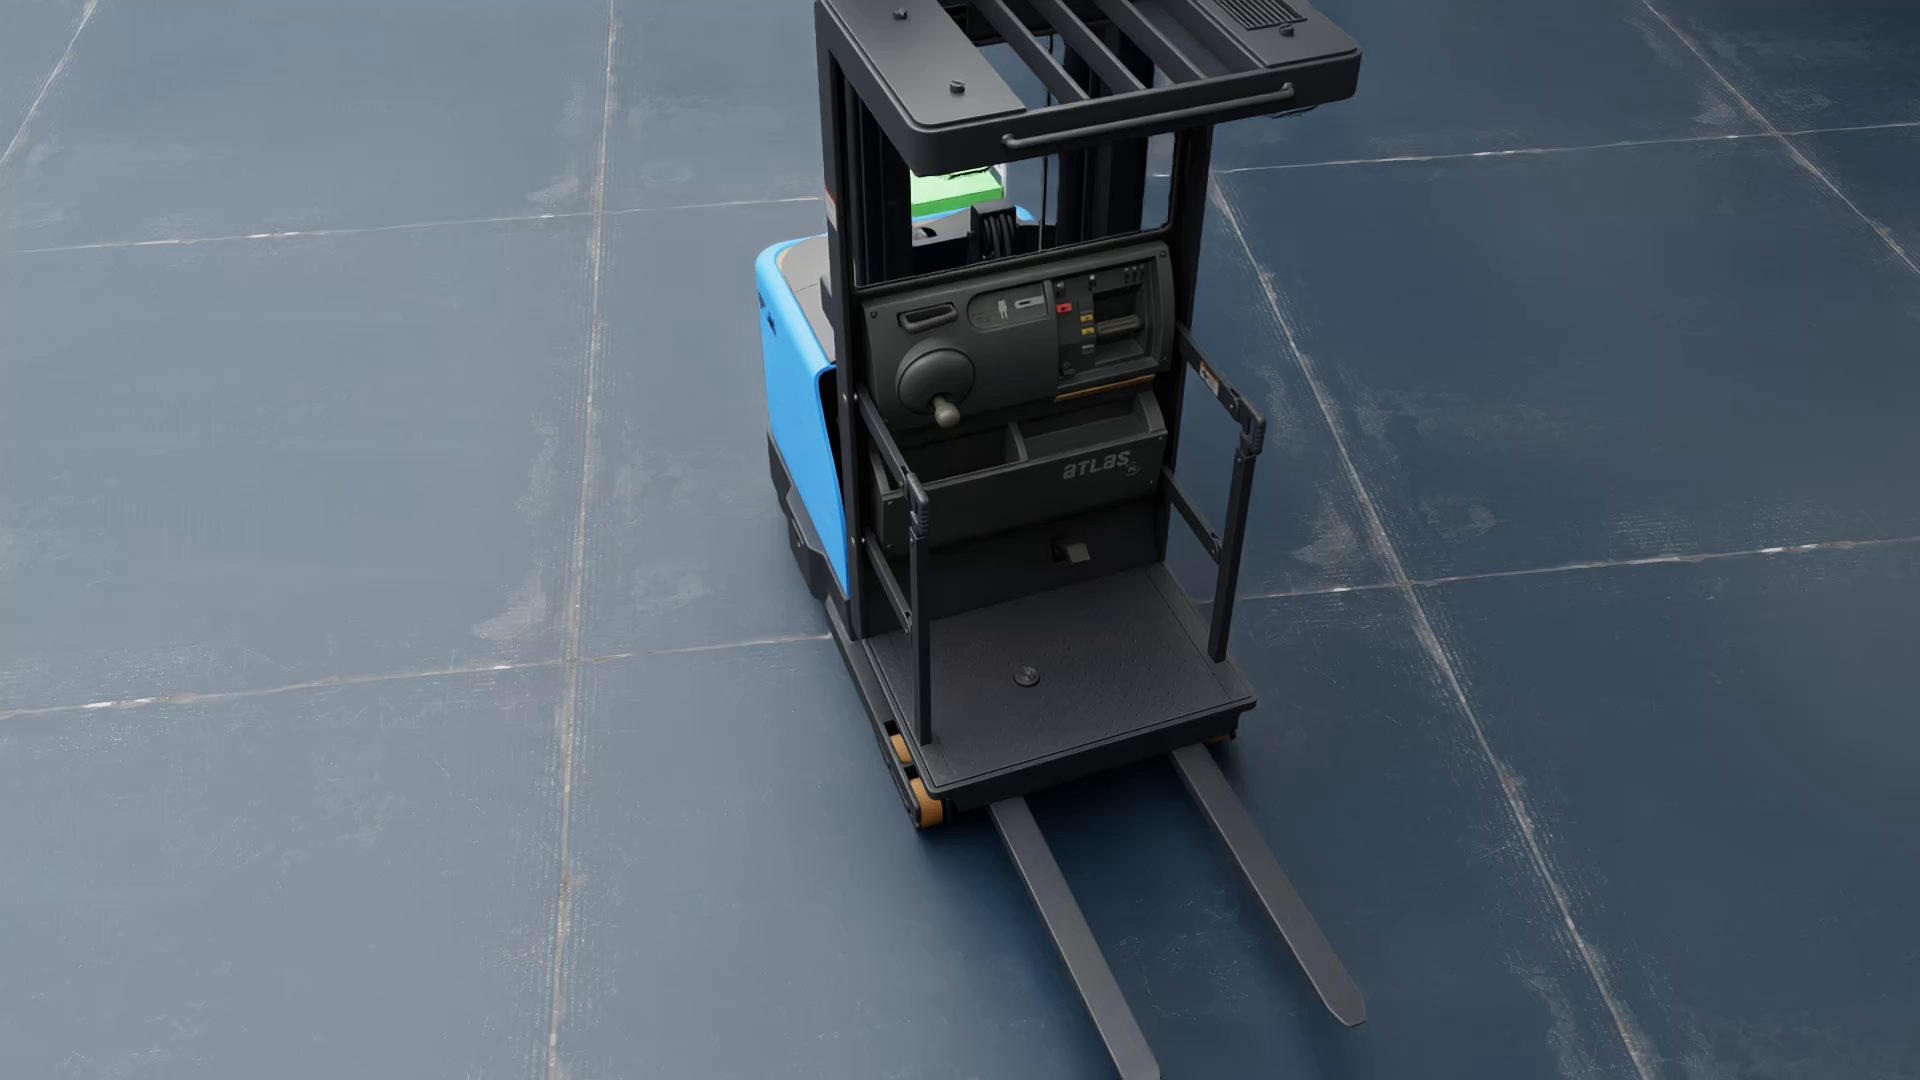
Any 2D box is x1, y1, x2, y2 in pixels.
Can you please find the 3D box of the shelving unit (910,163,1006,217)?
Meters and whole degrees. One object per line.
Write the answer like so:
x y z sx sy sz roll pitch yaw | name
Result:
-0.109 -0.954 6.412 0.503 1.200 0.258 -14 44 -15 | shelving unit

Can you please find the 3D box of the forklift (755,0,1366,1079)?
0.259 -0.500 4.616 1.130 2.935 3.031 -14 44 -15 | forklift

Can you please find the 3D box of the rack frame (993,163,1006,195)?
0.120 -1.011 6.475 0.015 1.200 0.240 -14 44 -15 | rack frame

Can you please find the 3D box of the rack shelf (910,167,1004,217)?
-0.109 -1.263 6.133 0.480 0.148 0.258 -14 44 -15 | rack shelf
